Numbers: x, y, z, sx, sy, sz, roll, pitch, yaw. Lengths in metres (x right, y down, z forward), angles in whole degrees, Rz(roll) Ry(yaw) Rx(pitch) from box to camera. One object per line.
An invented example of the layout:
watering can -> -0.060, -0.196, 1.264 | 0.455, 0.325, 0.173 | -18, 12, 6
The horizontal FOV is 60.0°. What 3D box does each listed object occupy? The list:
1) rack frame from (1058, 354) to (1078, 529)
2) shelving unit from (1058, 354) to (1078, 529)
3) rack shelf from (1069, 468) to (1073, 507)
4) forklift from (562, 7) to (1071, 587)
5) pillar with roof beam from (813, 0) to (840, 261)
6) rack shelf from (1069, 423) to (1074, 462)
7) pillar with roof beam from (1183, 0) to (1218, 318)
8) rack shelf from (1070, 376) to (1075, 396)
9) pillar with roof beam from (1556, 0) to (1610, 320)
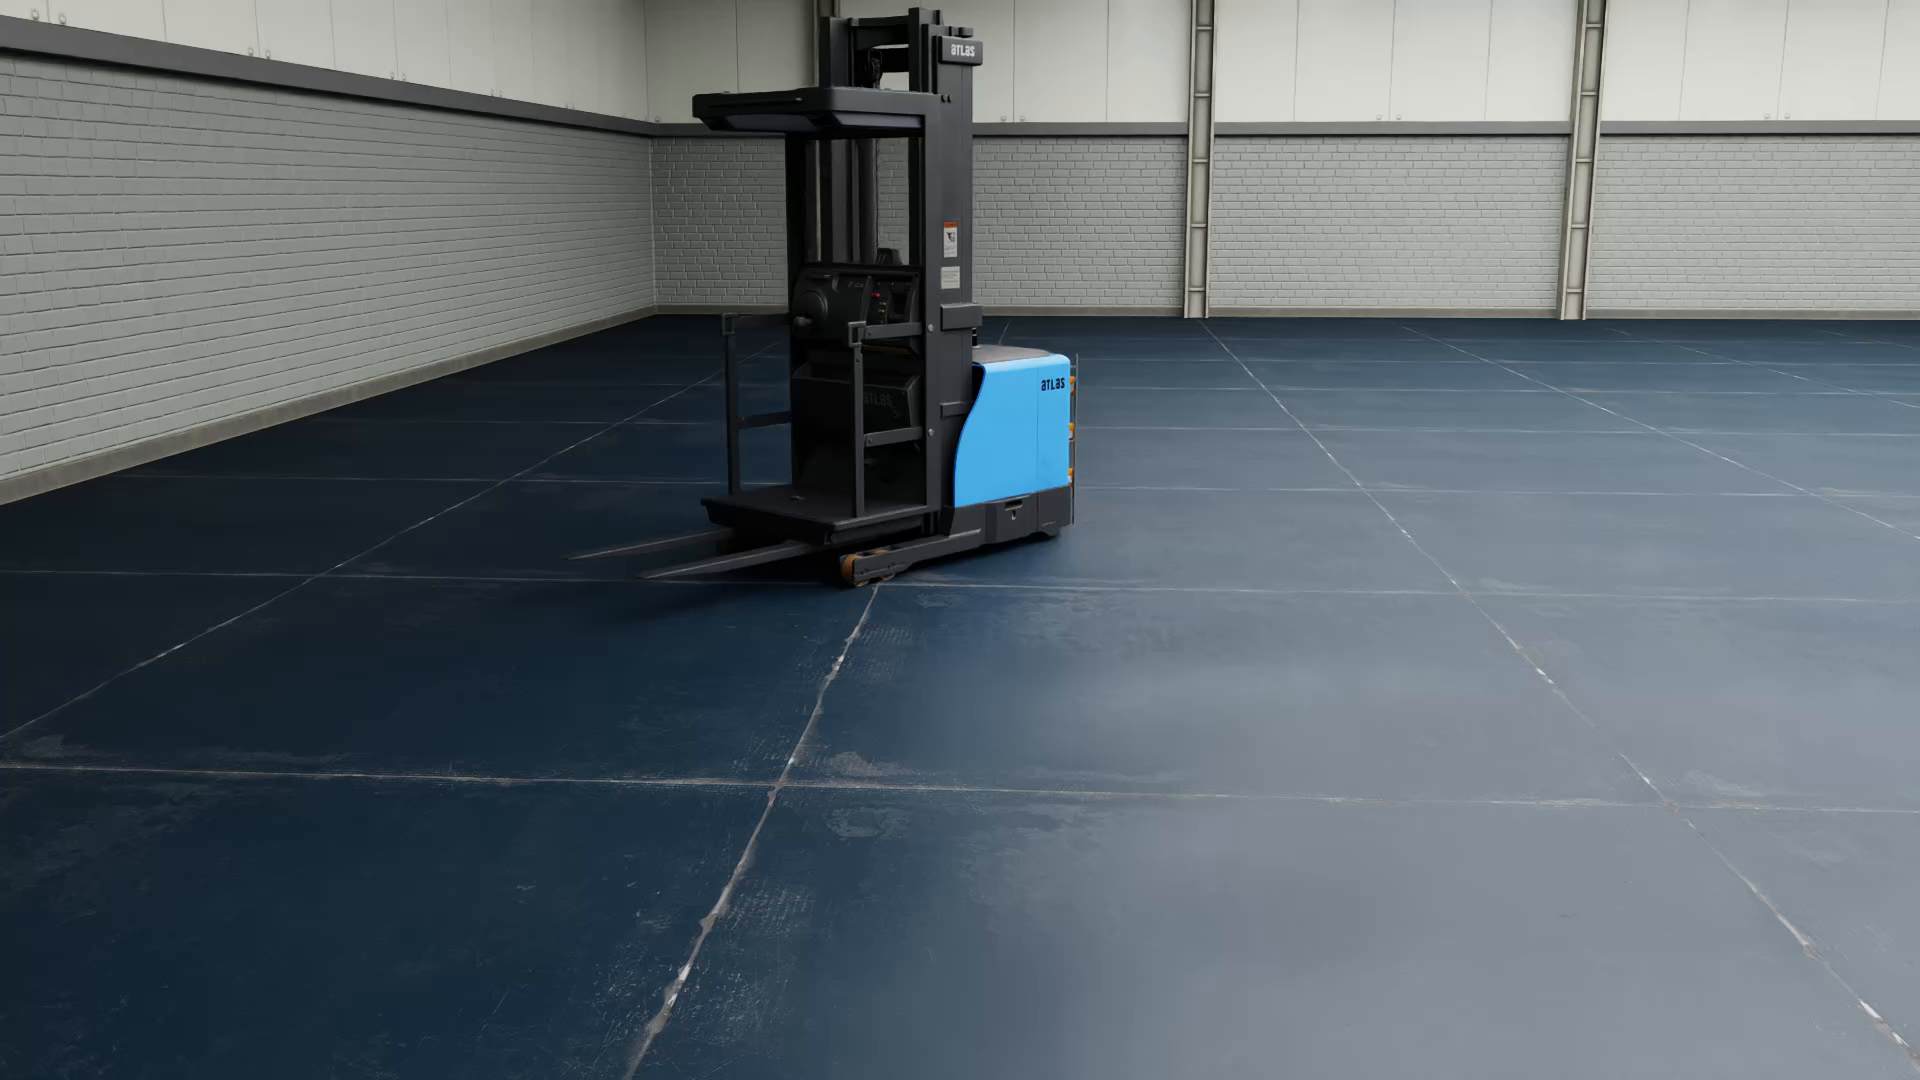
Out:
rack frame -> 0.638, -0.591, 10.031 | 0.008, 1.050, 0.200 | 11, 16, 42
shelving unit -> 0.548, -0.608, 10.112 | 0.252, 1.050, 0.215 | 11, 16, 42
rack shelf -> 0.547, -0.326, 10.170 | 0.240, 0.259, 0.215 | 11, 16, 42
forklift -> -0.710, -1.310, 8.872 | 1.130, 2.935, 3.031 | 11, 16, 42
pillar with roof beam -> -2.422, -7.253, 22.466 | 0.400, 9.000, 9.100 | 1, 12, 4
rack shelf -> 0.548, -0.598, 10.114 | 0.240, 0.259, 0.215 | 11, 16, 42
pillar with roof beam -> 3.565, -7.171, 22.073 | 0.400, 9.000, 9.100 | 1, 12, 4
rack shelf -> 0.548, -0.876, 10.056 | 0.240, 0.259, 0.215 | 11, 16, 42
pillar with roof beam -> 9.552, -7.089, 21.681 | 0.400, 9.000, 9.100 | 1, 12, 4
